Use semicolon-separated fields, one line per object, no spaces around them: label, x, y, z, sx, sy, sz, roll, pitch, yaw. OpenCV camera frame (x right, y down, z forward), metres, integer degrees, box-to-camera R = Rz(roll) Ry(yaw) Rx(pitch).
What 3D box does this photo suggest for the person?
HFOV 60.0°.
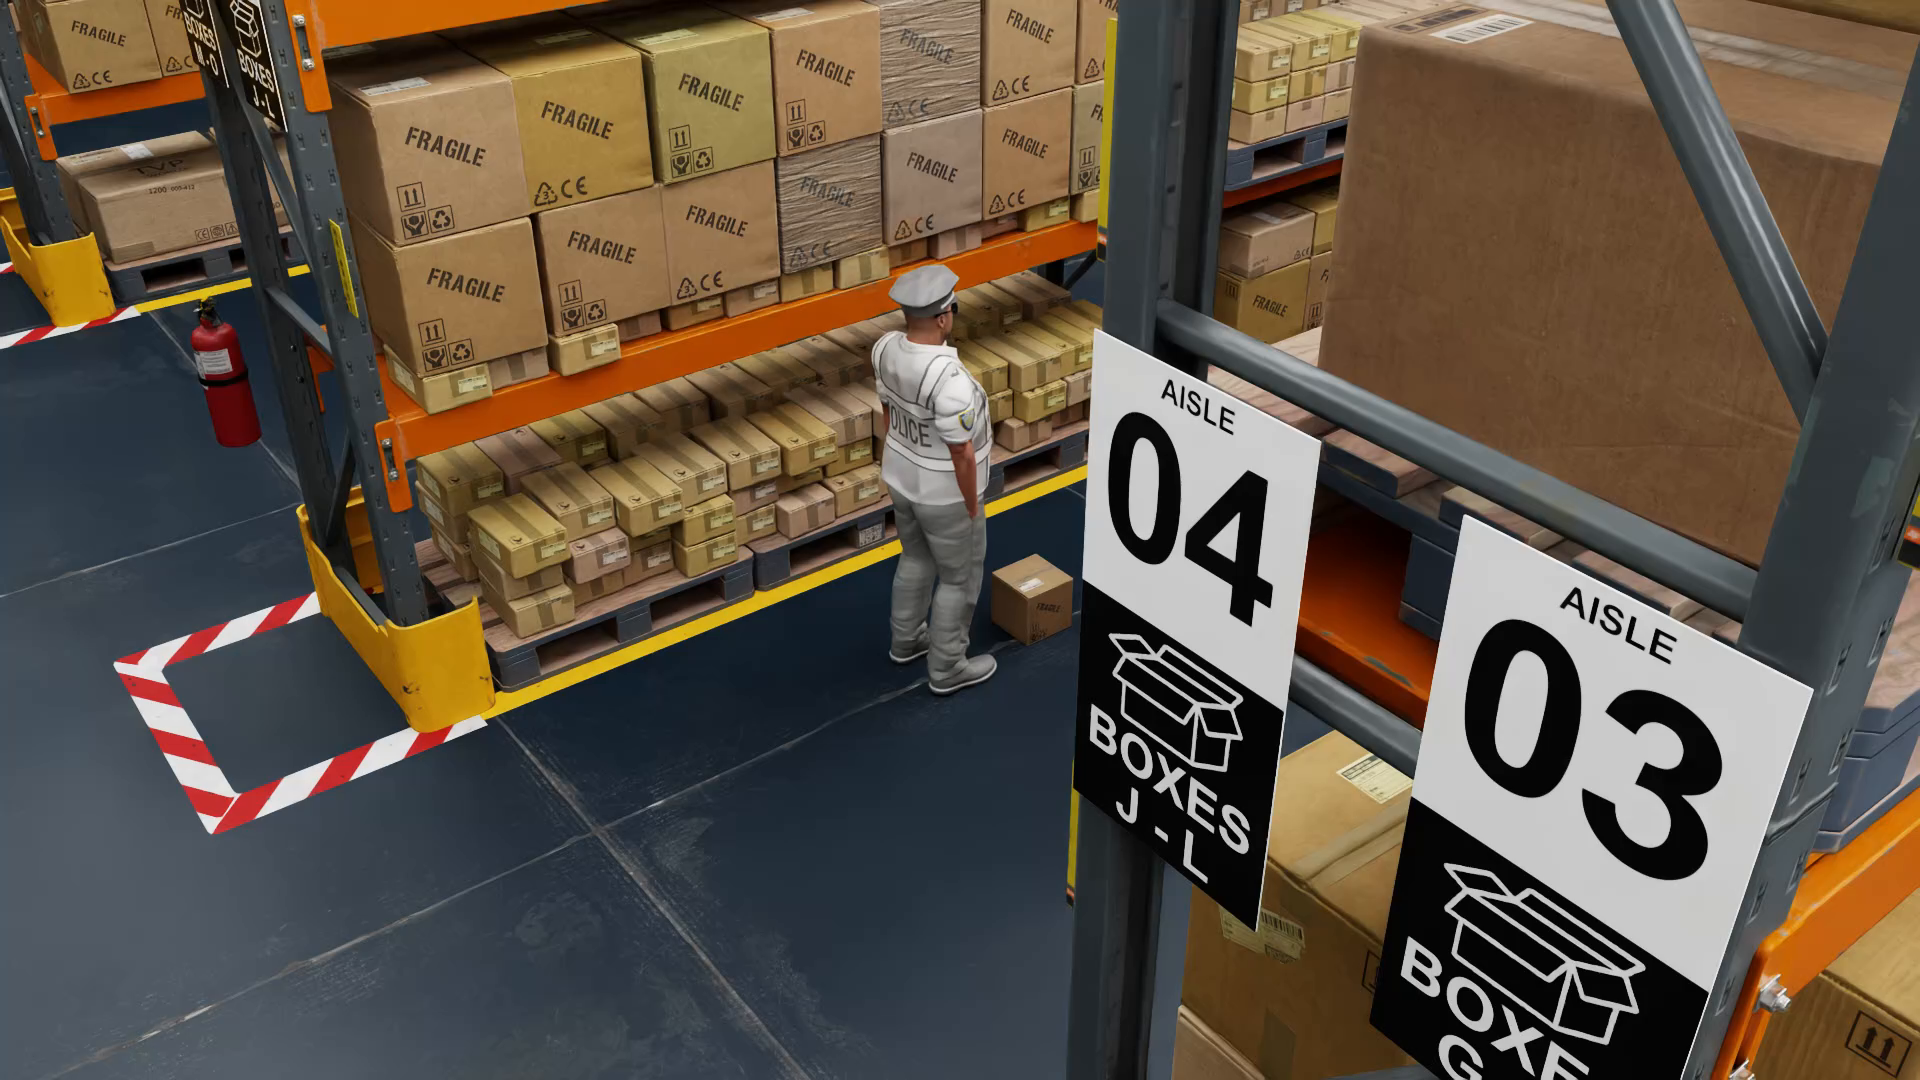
person;-0.092;-0.231;6.493;0.393;1.760;0.526;-22;38;-31
